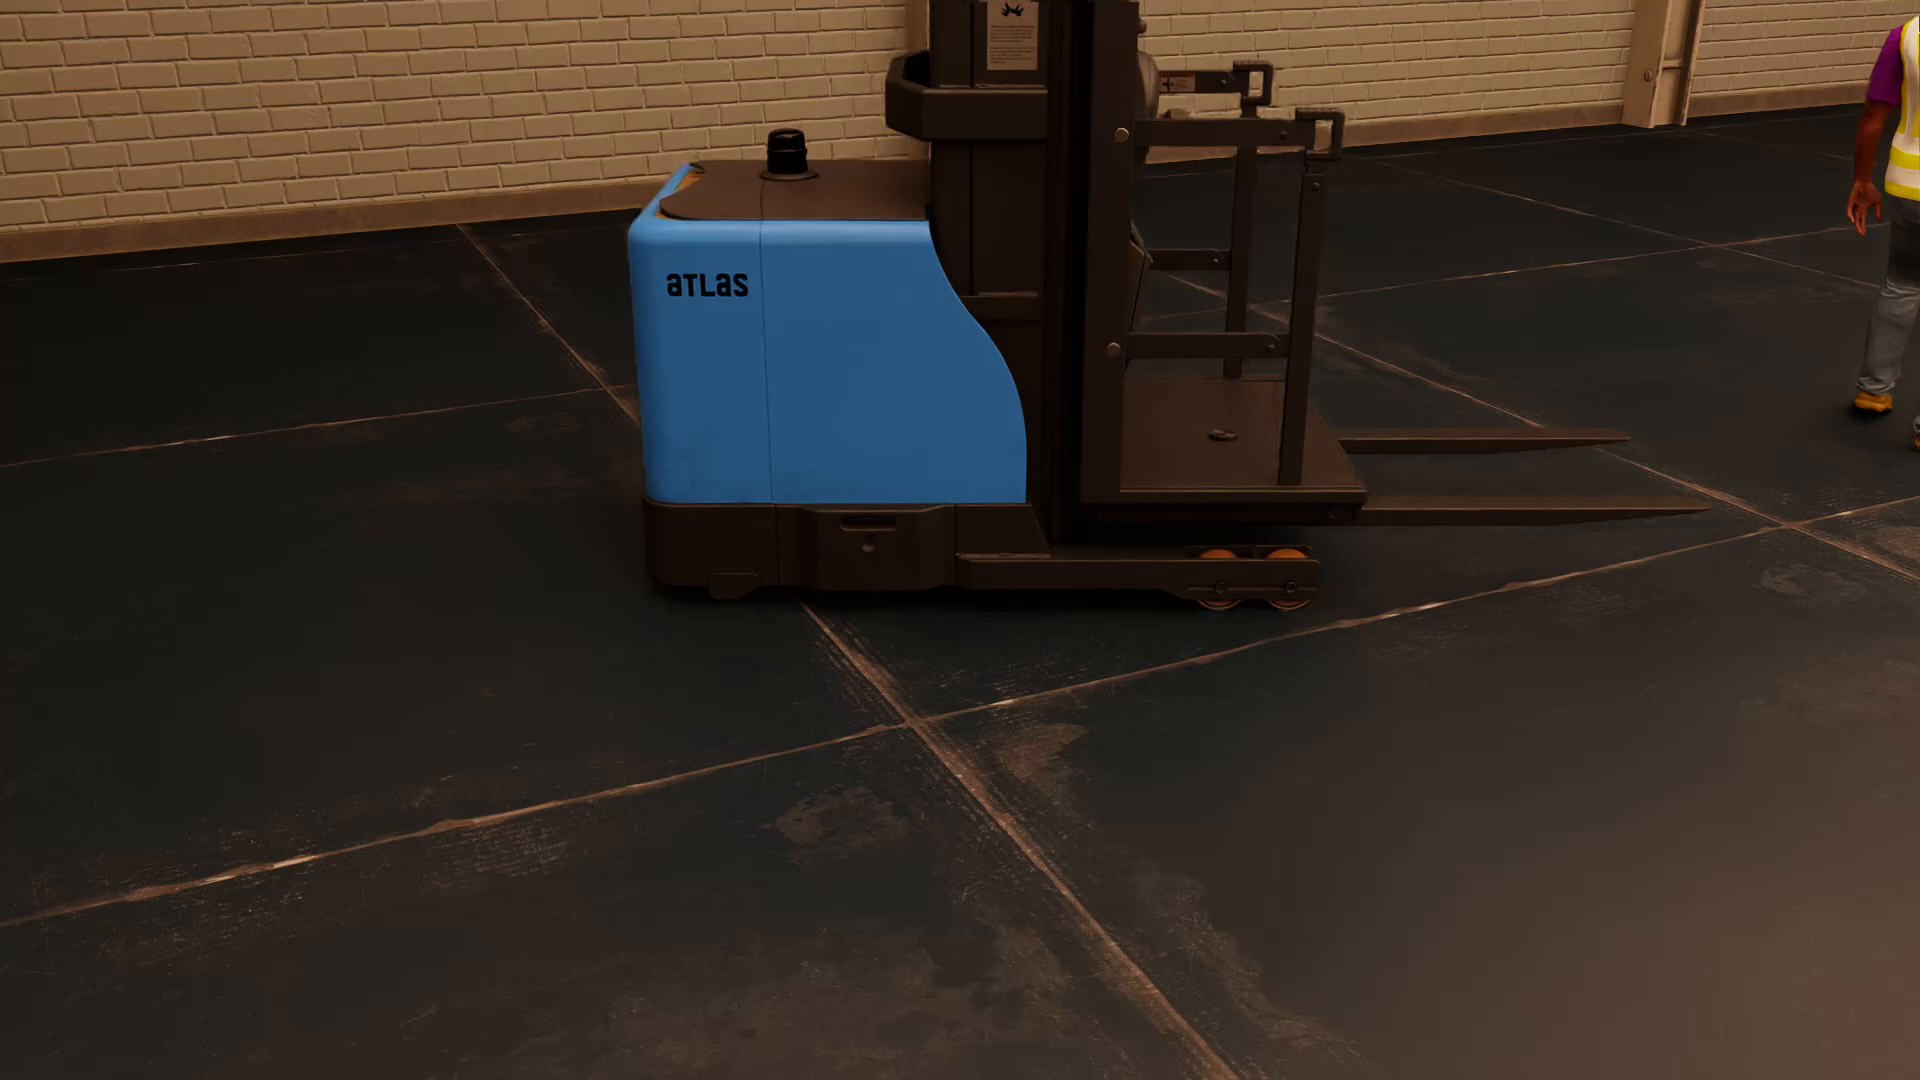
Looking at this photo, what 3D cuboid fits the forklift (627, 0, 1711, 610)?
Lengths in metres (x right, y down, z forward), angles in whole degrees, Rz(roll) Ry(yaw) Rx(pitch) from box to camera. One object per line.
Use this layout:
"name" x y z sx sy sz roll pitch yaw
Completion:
"forklift" 0.629 -1.363 4.567 3.031 2.935 1.130 0 23 0

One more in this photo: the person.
"person" 3.452 -1.206 5.726 0.514 1.756 0.657 -17 28 -35
